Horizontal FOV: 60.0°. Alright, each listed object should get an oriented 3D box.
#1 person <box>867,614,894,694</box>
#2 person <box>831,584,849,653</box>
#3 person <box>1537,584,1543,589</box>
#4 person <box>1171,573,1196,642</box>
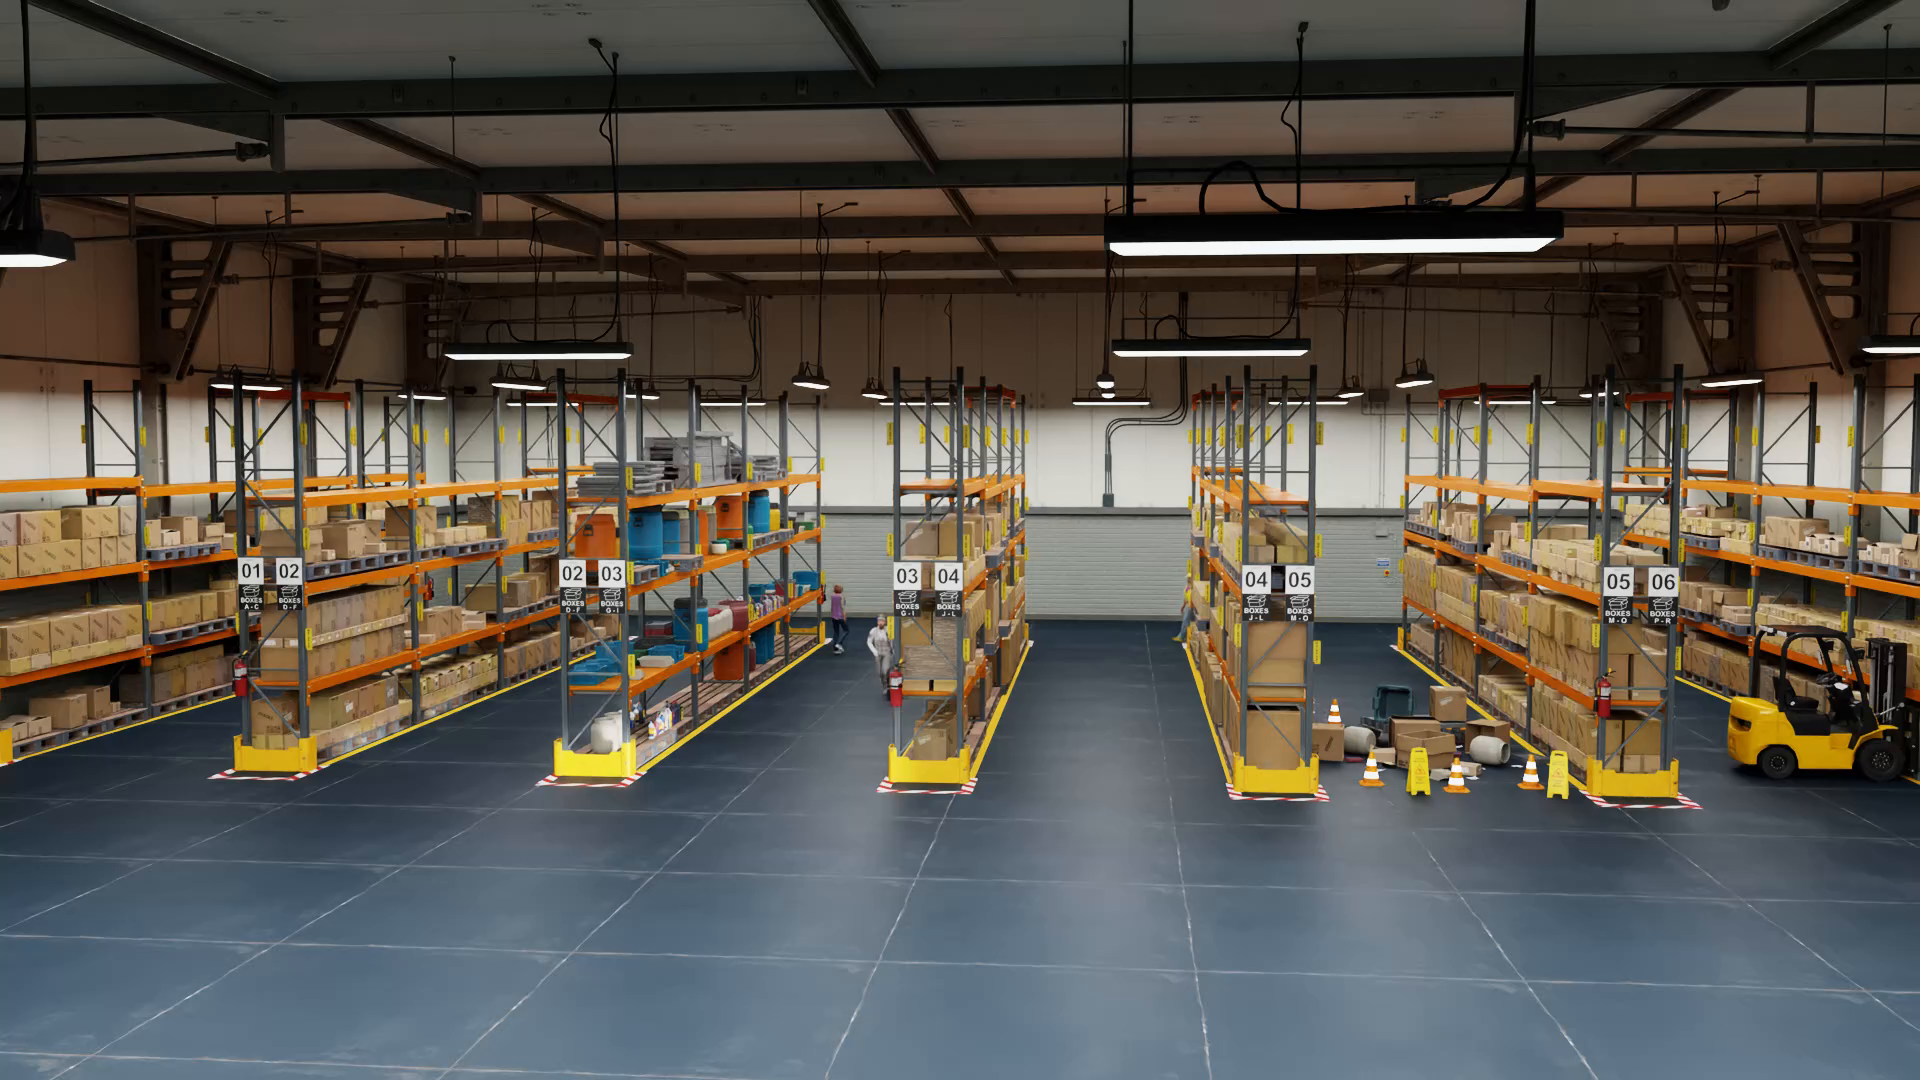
[{"bbox_3d":[-1.489,2.202,32.221,0.570,1.607,0.703,1,4,14],"label":"person"},{"bbox_3d":[-2.818,1.879,38.330,0.448,1.487,0.438,3,4,36],"label":"person"},{"bbox_3d":[13.723,1.664,39.680,1.144,1.732,0.550,1,4,9],"label":"person"},{"bbox_3d":[5.669,1.624,40.553,1.064,1.718,0.542,0,4,1],"label":"person"}]
